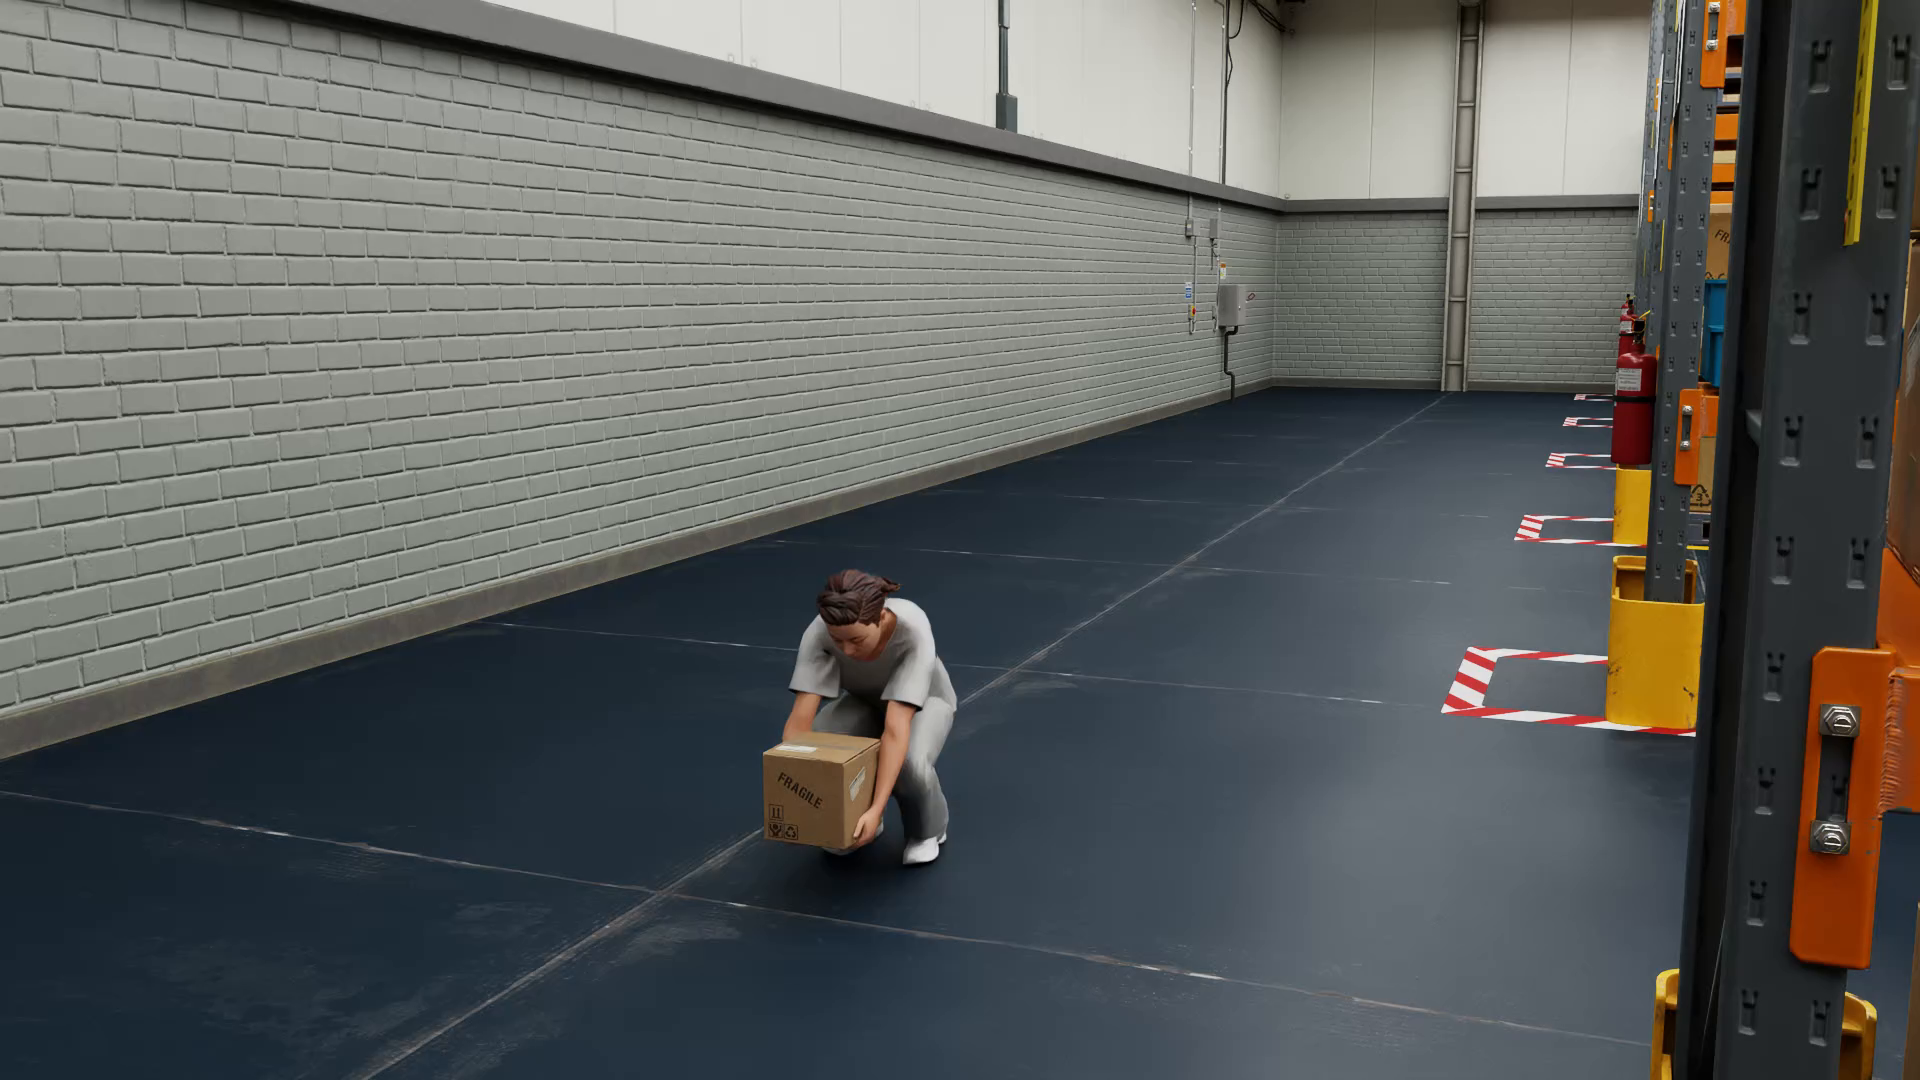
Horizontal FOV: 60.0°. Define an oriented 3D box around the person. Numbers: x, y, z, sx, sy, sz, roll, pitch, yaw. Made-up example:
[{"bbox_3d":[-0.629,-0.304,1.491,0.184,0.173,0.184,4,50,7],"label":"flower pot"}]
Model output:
[{"bbox_3d":[-0.266,0.512,4.949,0.464,0.950,0.817,3,9,20],"label":"person"}]
